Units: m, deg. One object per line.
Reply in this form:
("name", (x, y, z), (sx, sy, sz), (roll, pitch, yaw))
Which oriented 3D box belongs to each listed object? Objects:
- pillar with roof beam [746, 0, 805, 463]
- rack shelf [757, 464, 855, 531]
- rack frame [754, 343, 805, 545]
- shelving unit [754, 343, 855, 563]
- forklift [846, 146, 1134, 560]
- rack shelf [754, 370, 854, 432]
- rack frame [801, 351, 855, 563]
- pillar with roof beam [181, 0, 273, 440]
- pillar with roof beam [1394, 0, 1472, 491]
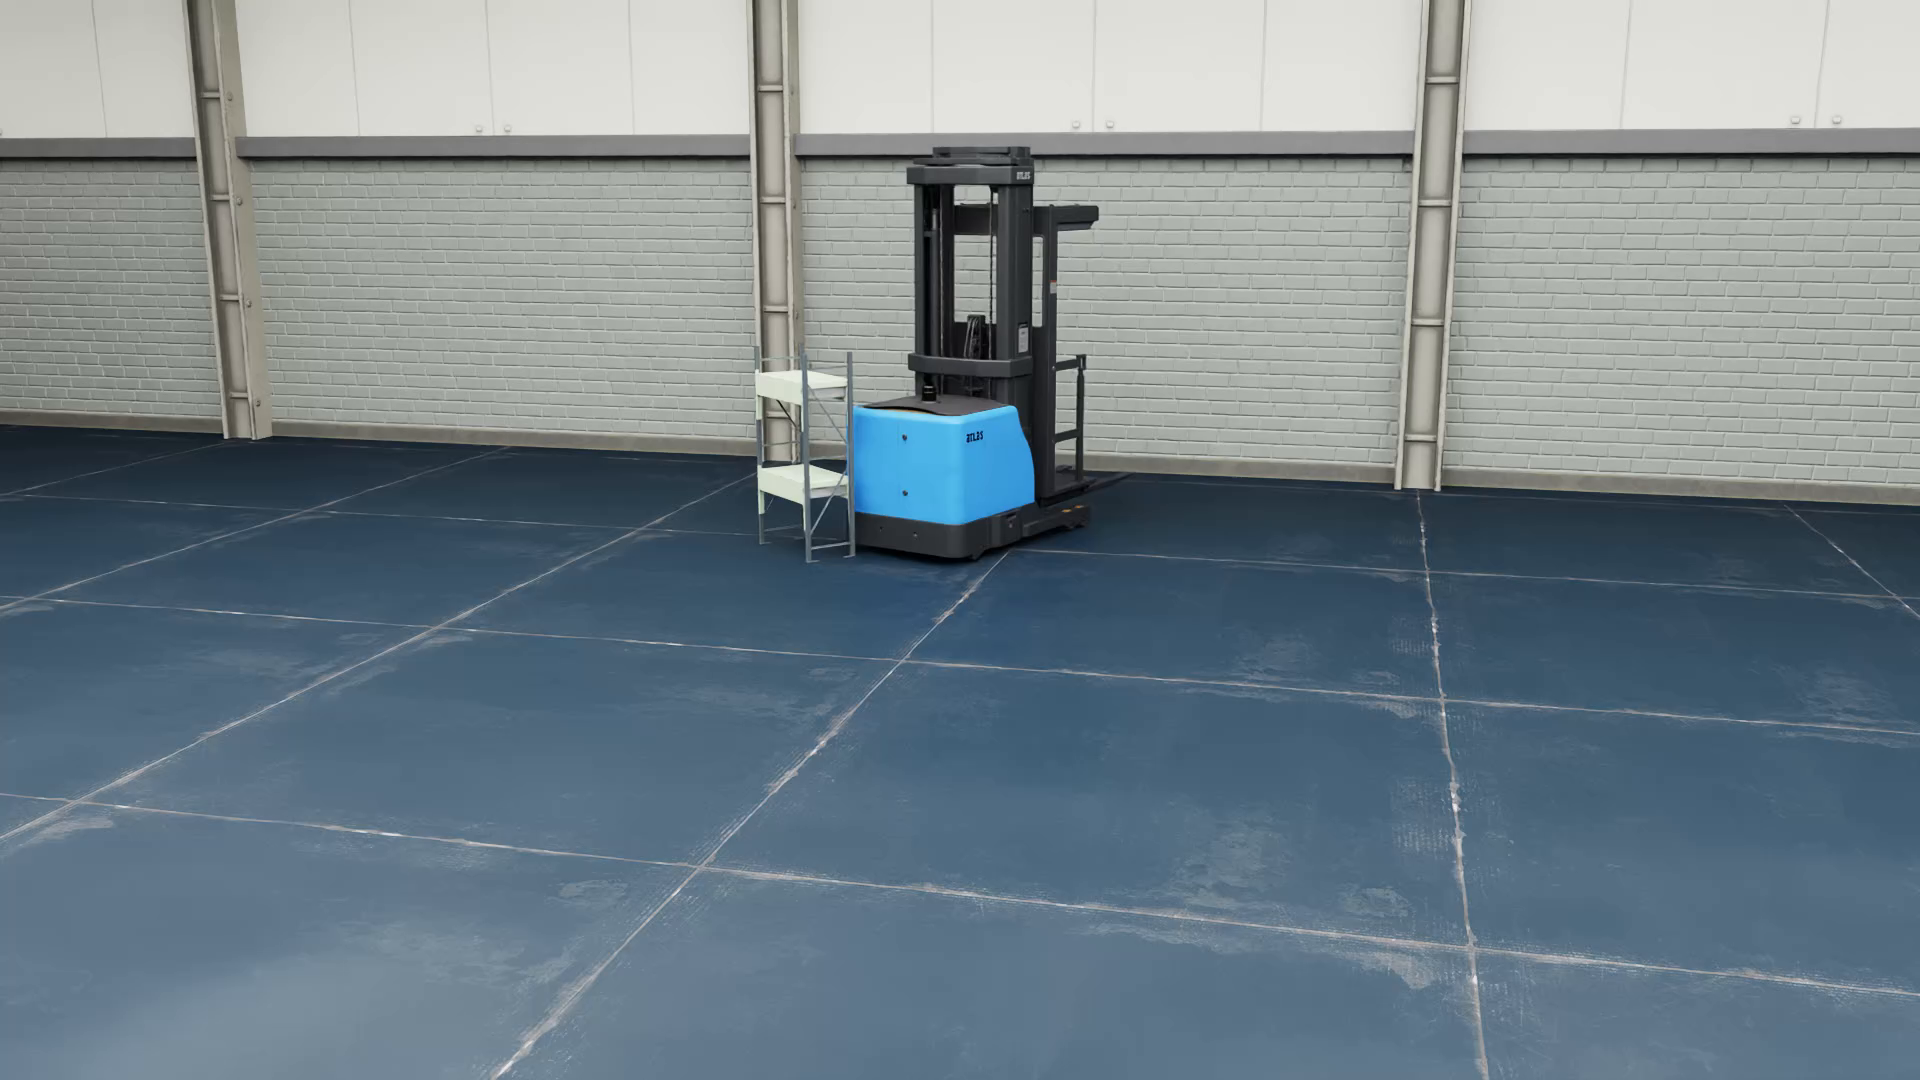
("pillar with roof beam", (-2.766, -4.275, 11.225), (0.400, 9.000, 9.100), (3, 13, 14))
("rack shelf", (-1.143, -0.337, 12.297), (0.431, 0.370, 0.720), (-8, 15, -33))
("rack frame", (-1.346, -0.722, 12.523), (0.400, 1.500, 0.023), (-8, 15, -33))
("shelving unit", (-1.143, -0.656, 12.226), (0.431, 1.500, 0.755), (-8, 15, -33))
("forklift", (0.386, -1.560, 12.997), (1.130, 2.935, 3.031), (8, 15, 33))
("rack shelf", (-1.143, -1.037, 12.142), (0.431, 0.370, 0.720), (-8, 15, -33))
("rack frame", (-0.940, -0.590, 11.929), (0.400, 1.500, 0.023), (-8, 15, -33))
("pillar with roof beam", (-8.591, -4.586, 12.628), (0.400, 9.000, 9.100), (3, 13, 14))
("pillar with roof beam", (3.059, -3.963, 9.821), (0.400, 9.000, 9.100), (3, 13, 14))
